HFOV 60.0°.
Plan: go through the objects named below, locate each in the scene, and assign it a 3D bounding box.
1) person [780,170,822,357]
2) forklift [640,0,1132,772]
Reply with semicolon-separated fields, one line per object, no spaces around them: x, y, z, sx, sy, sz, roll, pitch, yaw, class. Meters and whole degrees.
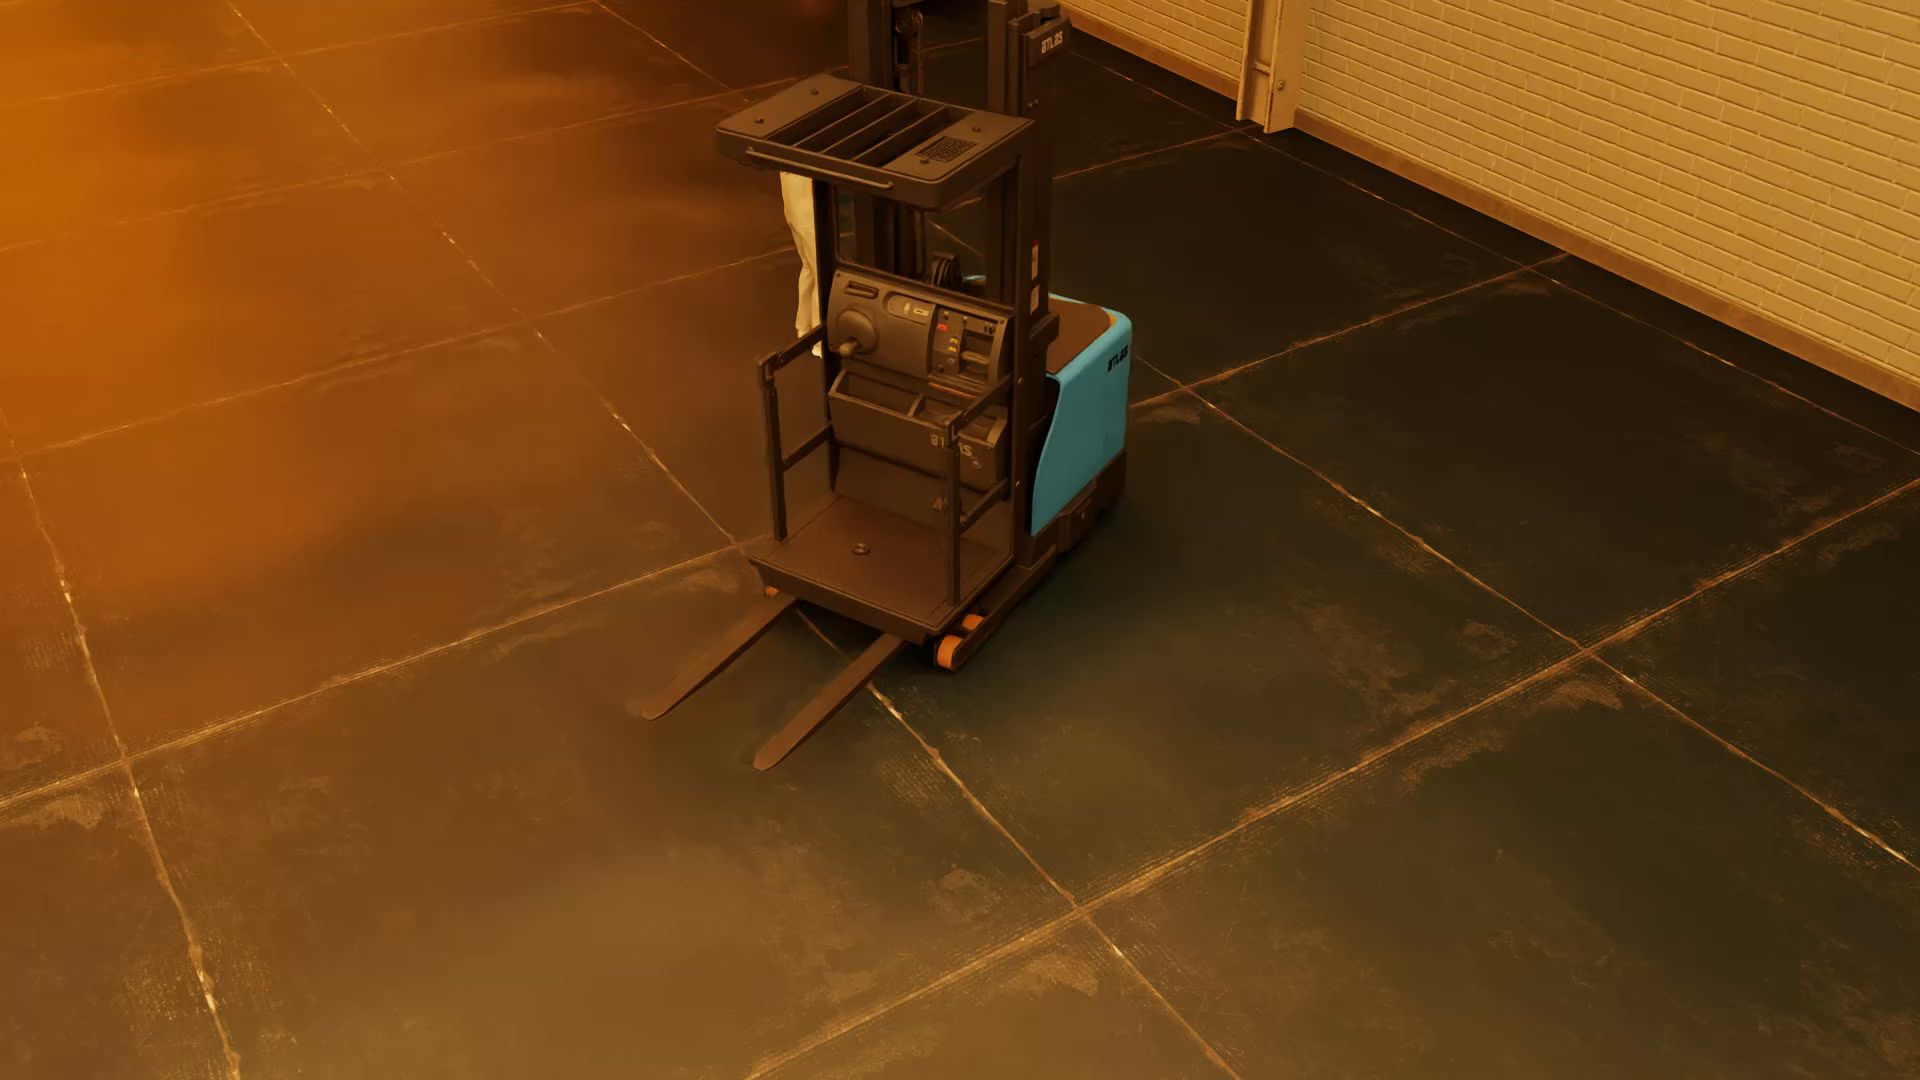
-0.868;-1.932;9.994;0.361;1.671;0.498;-15;38;-20;person
-0.311;-0.893;7.419;1.130;2.935;3.031;20;40;25;forklift
